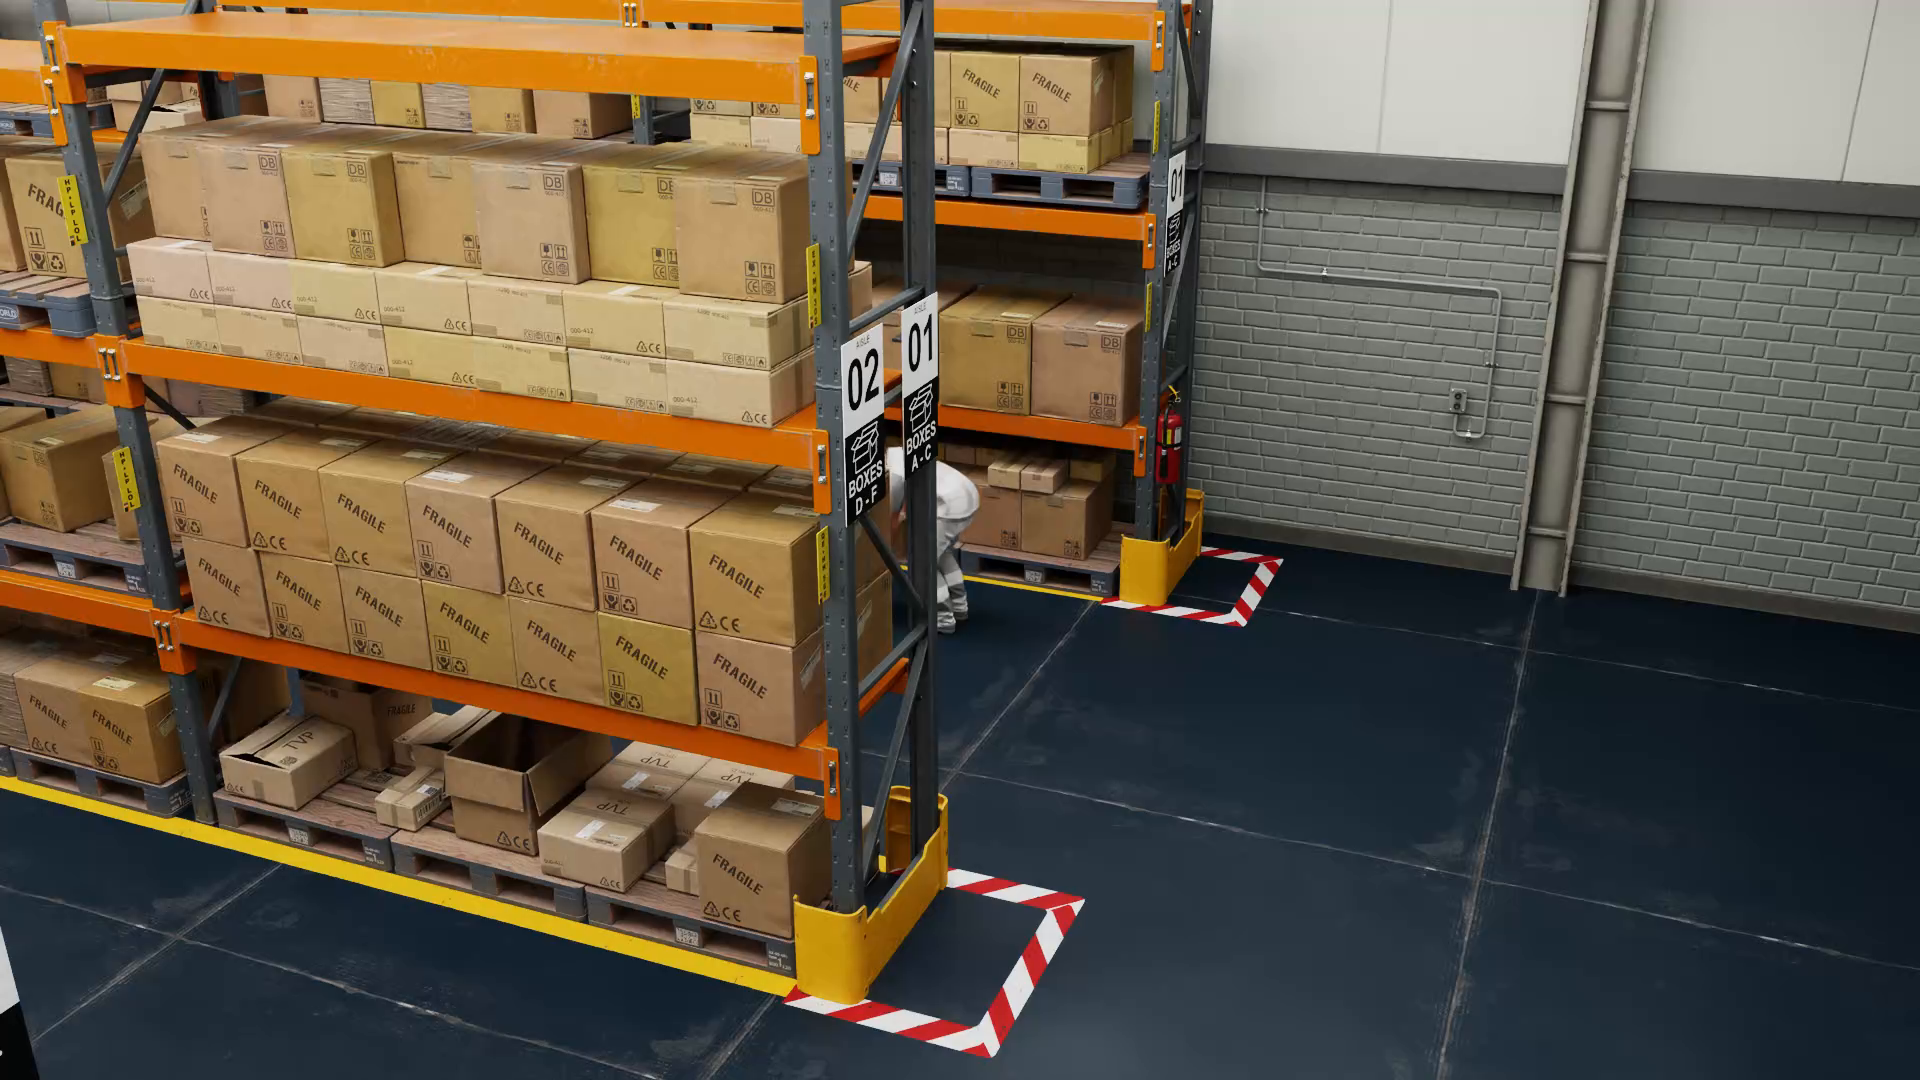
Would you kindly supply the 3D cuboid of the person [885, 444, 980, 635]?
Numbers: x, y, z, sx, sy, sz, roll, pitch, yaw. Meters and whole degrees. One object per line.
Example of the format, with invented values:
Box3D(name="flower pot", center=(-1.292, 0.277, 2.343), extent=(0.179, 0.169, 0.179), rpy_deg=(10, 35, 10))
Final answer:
Box3D(name="person", center=(-0.308, -0.077, 11.616), extent=(0.888, 1.392, 0.496), rpy_deg=(8, 23, 19))
